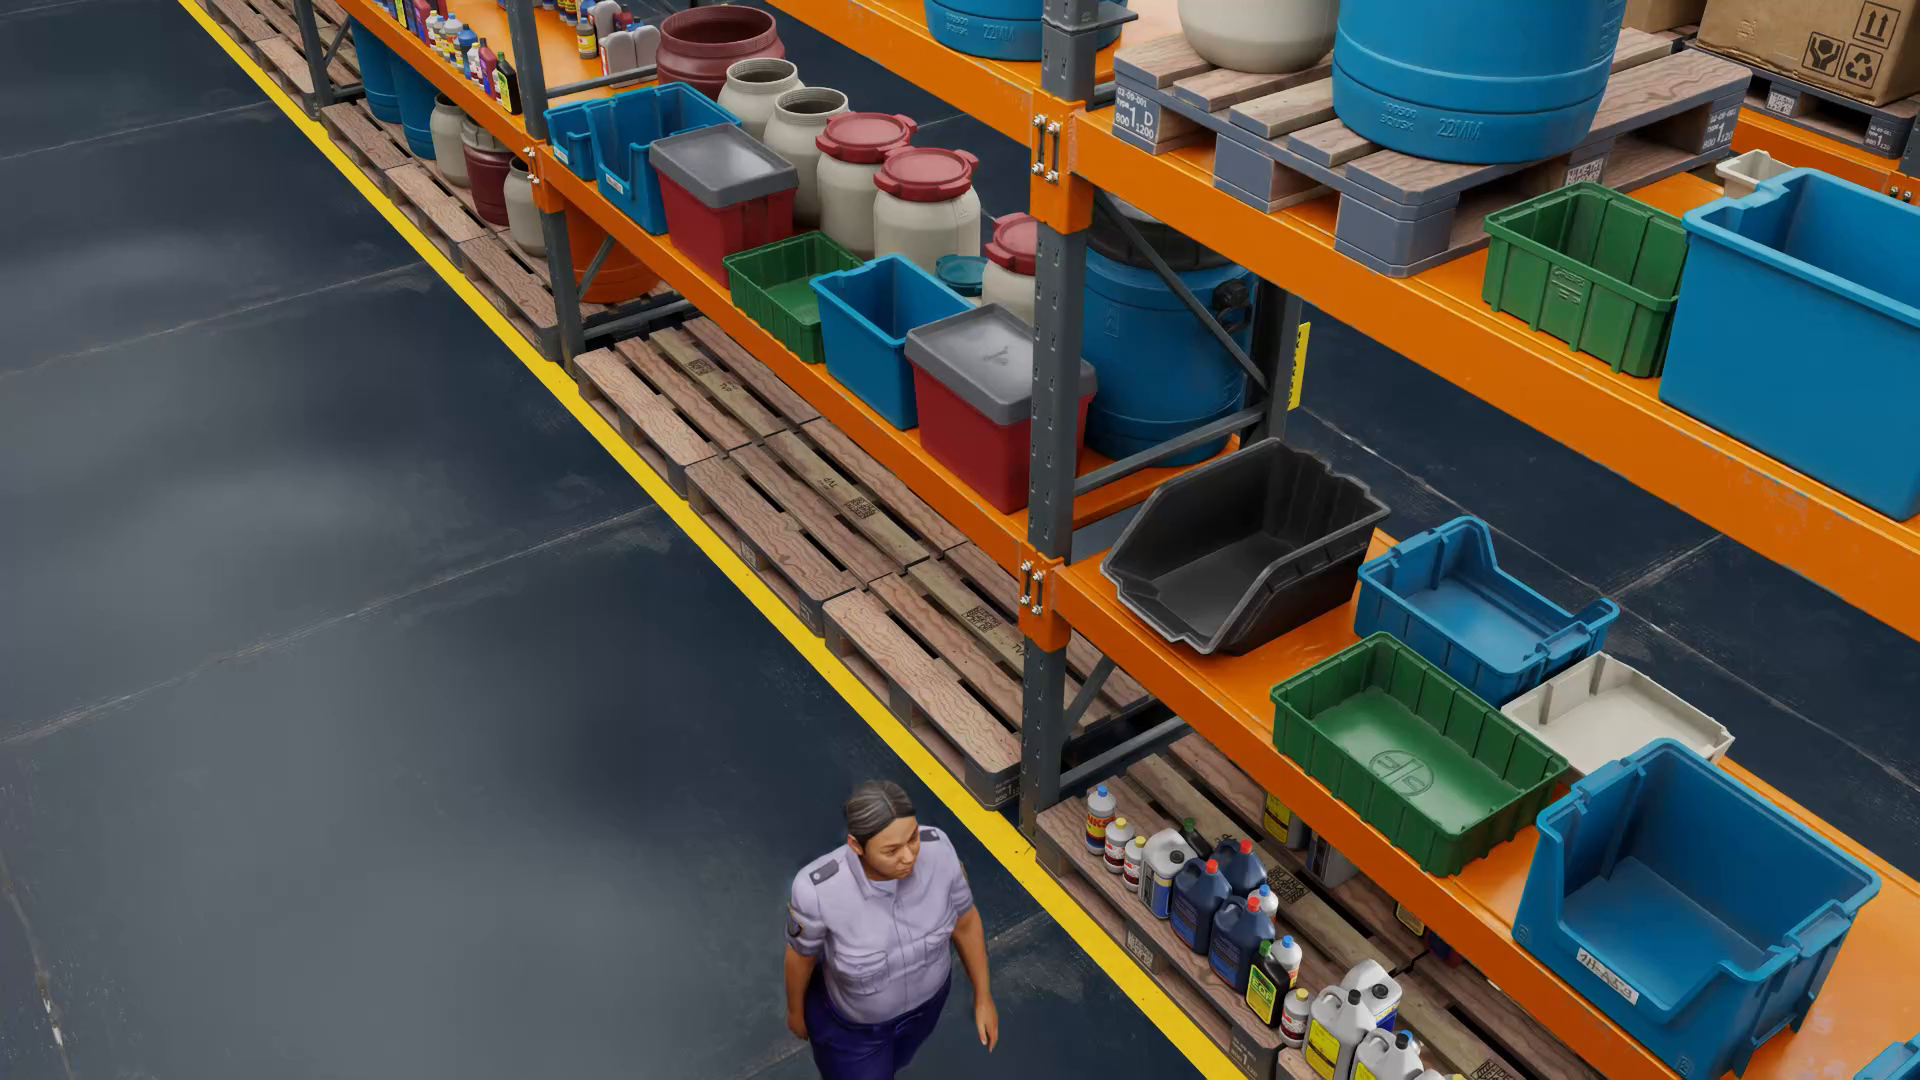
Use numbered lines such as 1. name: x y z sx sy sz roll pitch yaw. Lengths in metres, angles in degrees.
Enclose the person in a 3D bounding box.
1. person: -0.164 1.278 4.441 0.516 1.653 0.822 -21 41 -26
